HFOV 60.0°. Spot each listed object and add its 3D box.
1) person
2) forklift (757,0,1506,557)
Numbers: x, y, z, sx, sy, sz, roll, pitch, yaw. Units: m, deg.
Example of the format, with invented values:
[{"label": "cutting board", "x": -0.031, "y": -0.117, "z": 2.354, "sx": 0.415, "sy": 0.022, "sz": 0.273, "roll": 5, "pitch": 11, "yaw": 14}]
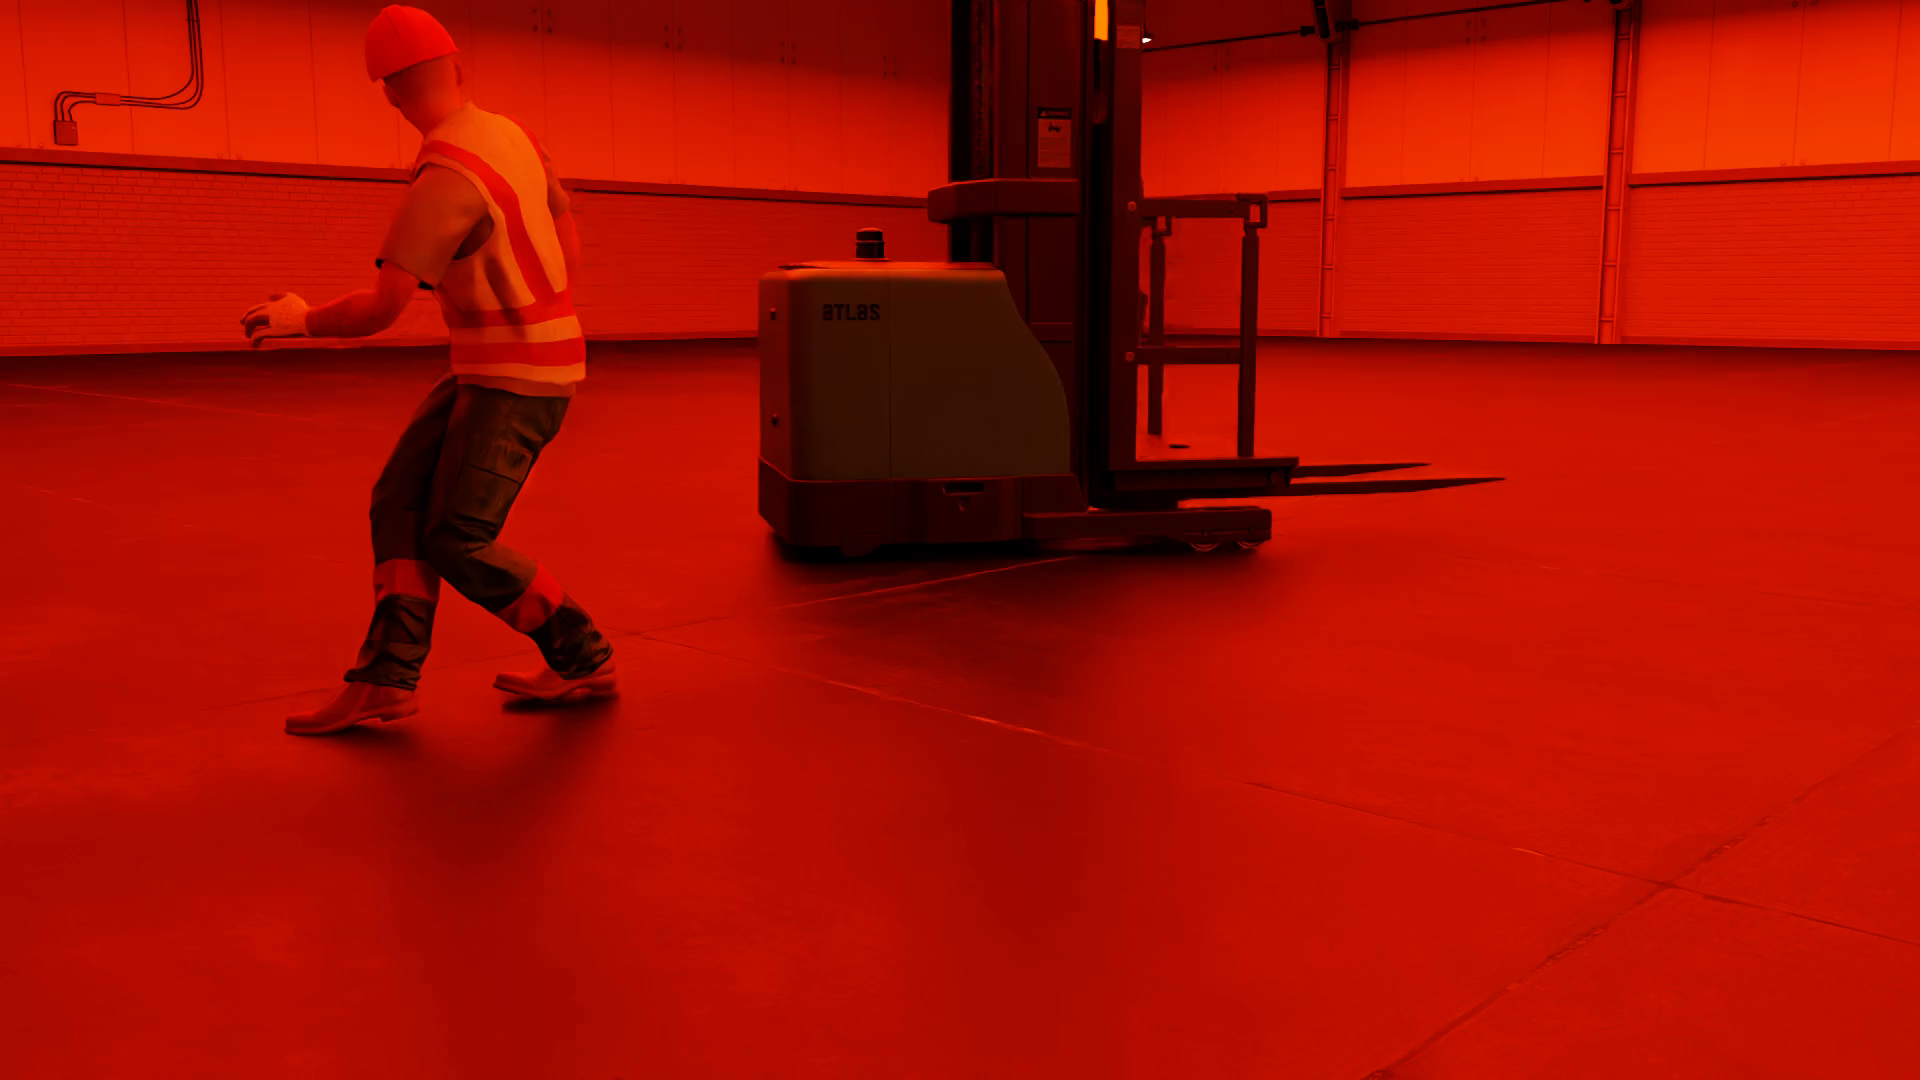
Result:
[{"label": "person", "x": -1.257, "y": -0.404, "z": 3.964, "sx": 0.817, "sy": 1.637, "sz": 0.803, "roll": -2, "pitch": 9, "yaw": -16}, {"label": "forklift", "x": 0.730, "y": -1.480, "z": 6.703, "sx": 3.031, "sy": 2.935, "sz": 1.130, "roll": -2, "pitch": 9, "yaw": -14}]
